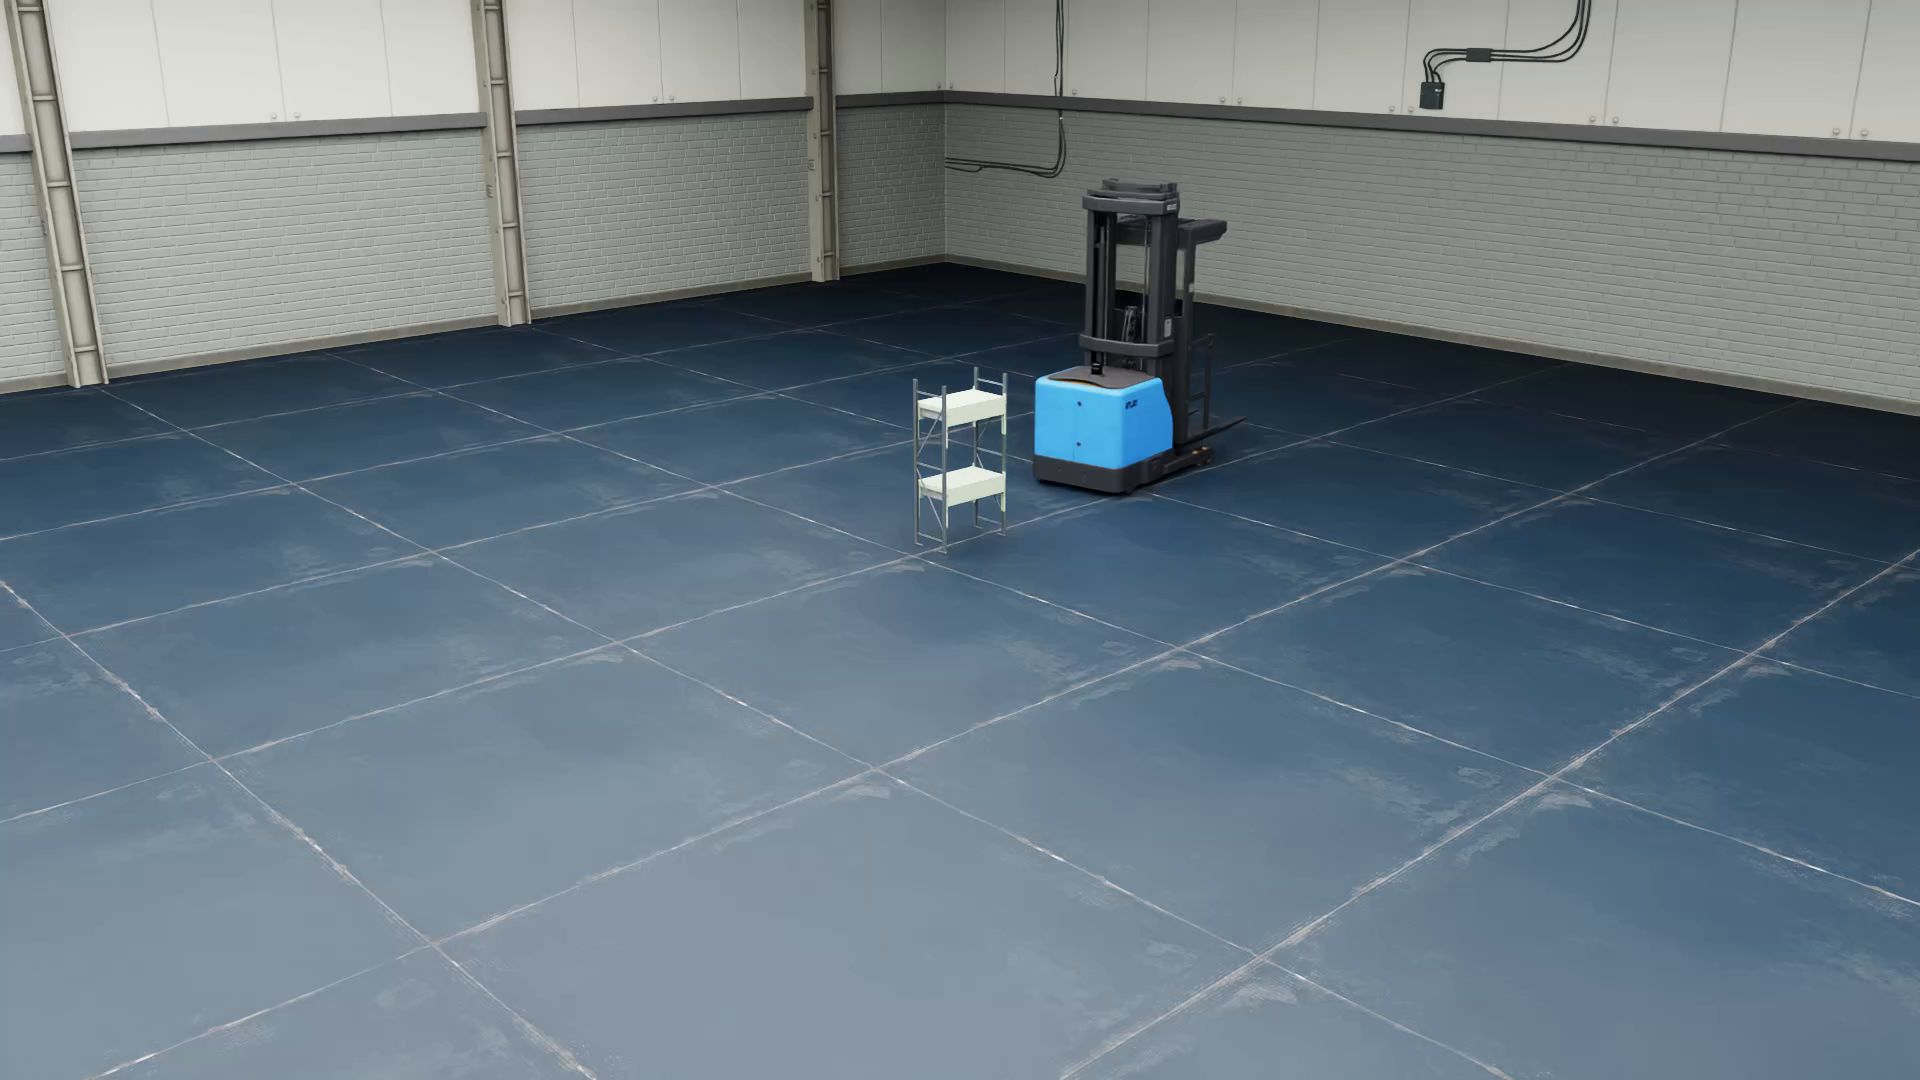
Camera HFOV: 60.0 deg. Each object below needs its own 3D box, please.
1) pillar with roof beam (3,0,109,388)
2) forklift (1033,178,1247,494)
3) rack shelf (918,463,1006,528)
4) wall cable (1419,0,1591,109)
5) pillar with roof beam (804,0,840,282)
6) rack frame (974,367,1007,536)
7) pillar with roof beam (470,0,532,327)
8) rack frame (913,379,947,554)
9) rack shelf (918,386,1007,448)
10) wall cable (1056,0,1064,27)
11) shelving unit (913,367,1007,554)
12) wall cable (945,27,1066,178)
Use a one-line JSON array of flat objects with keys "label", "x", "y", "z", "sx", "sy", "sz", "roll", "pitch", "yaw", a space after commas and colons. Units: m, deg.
[{"label": "pillar with roof beam", "x": -8.104, "y": -5.301, "z": 16.745, "sx": 0.400, "sy": 9.000, "sz": 9.100, "roll": -16, "pitch": 24, "yaw": -41}, {"label": "forklift", "x": 2.016, "y": -2.241, "z": 17.143, "sx": 1.130, "sy": 2.935, "sz": 3.031, "roll": 13, "pitch": 22, "yaw": 35}, {"label": "rack shelf", "x": 0.005, "y": -0.405, "z": 14.858, "sx": 0.720, "sy": 0.370, "sz": 0.431, "roll": -16, "pitch": 24, "yaw": -41}, {"label": "wall cable", "x": 7.218, "y": -8.624, "z": 21.478, "sx": 0.169, "sy": 6.003, "sz": 2.305, "roll": -16, "pitch": 24, "yaw": -41}, {"label": "pillar with roof beam", "x": 0.615, "y": -7.844, "z": 24.588, "sx": 0.400, "sy": 9.000, "sz": 9.100, "roll": -16, "pitch": 24, "yaw": -41}, {"label": "rack frame", "x": 0.271, "y": -0.792, "z": 14.997, "sx": 0.023, "sy": 1.500, "sz": 0.400, "roll": -16, "pitch": 24, "yaw": -41}, {"label": "pillar with roof beam", "x": -3.744, "y": -6.573, "z": 20.666, "sx": 0.400, "sy": 9.000, "sz": 9.100, "roll": -16, "pitch": 24, "yaw": -41}, {"label": "rack frame", "x": -0.261, "y": -0.637, "z": 14.519, "sx": 0.023, "sy": 1.500, "sz": 0.400, "roll": -16, "pitch": 24, "yaw": -41}, {"label": "rack shelf", "x": 0.005, "y": -1.086, "z": 14.637, "sx": 0.720, "sy": 0.370, "sz": 0.431, "roll": -16, "pitch": 24, "yaw": -41}, {"label": "wall cable", "x": 2.565, "y": -9.456, "z": 26.405, "sx": 0.112, "sy": 2.526, "sz": 3.097, "roll": -16, "pitch": 24, "yaw": -41}, {"label": "shelving unit", "x": 0.005, "y": -0.715, "z": 14.758, "sx": 0.755, "sy": 1.500, "sz": 0.431, "roll": -16, "pitch": 24, "yaw": -41}, {"label": "wall cable", "x": 0.707, "y": -7.660, "z": 29.054, "sx": 0.112, "sy": 2.526, "sz": 3.097, "roll": -16, "pitch": 24, "yaw": -41}]
